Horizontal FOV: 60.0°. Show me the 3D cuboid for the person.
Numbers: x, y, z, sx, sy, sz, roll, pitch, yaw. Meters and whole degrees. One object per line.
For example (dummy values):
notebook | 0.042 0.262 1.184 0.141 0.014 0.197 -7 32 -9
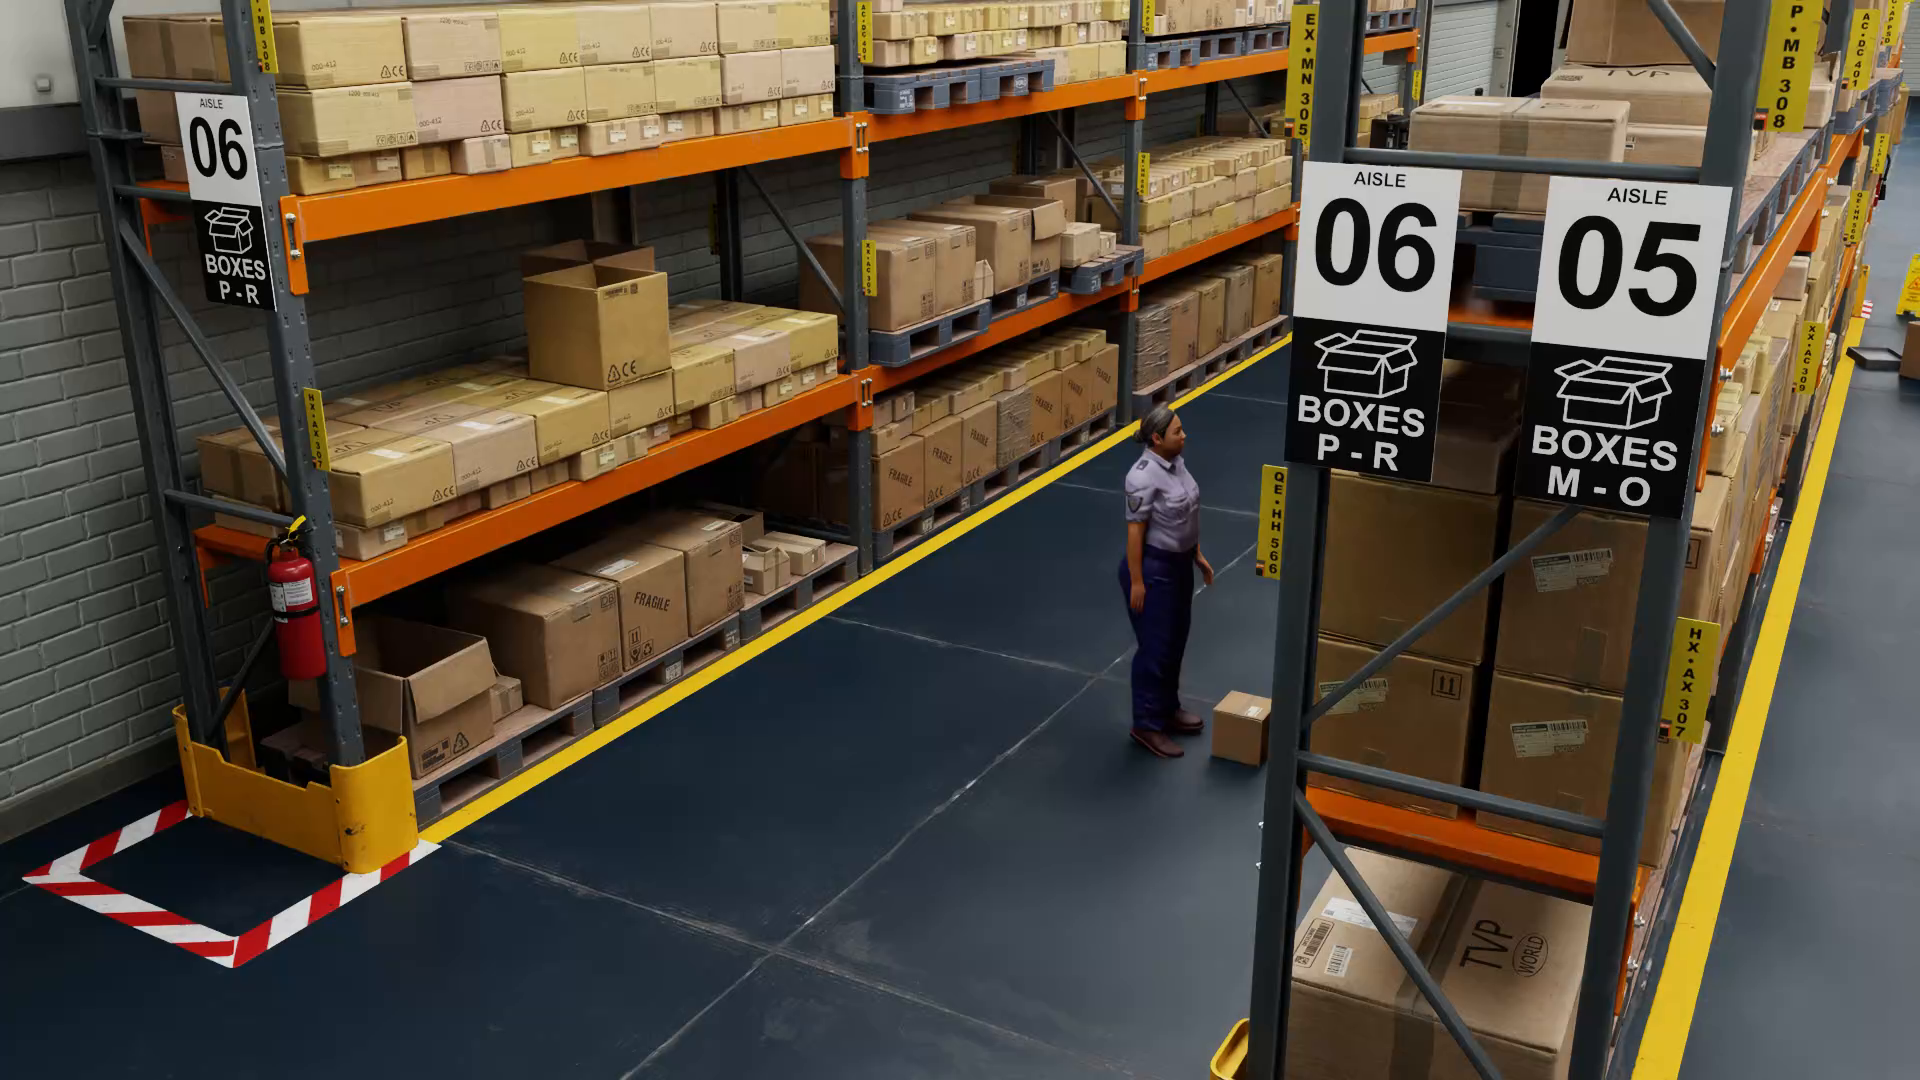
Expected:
person | 1.005 0.181 8.062 0.417 1.689 0.526 11 22 28
